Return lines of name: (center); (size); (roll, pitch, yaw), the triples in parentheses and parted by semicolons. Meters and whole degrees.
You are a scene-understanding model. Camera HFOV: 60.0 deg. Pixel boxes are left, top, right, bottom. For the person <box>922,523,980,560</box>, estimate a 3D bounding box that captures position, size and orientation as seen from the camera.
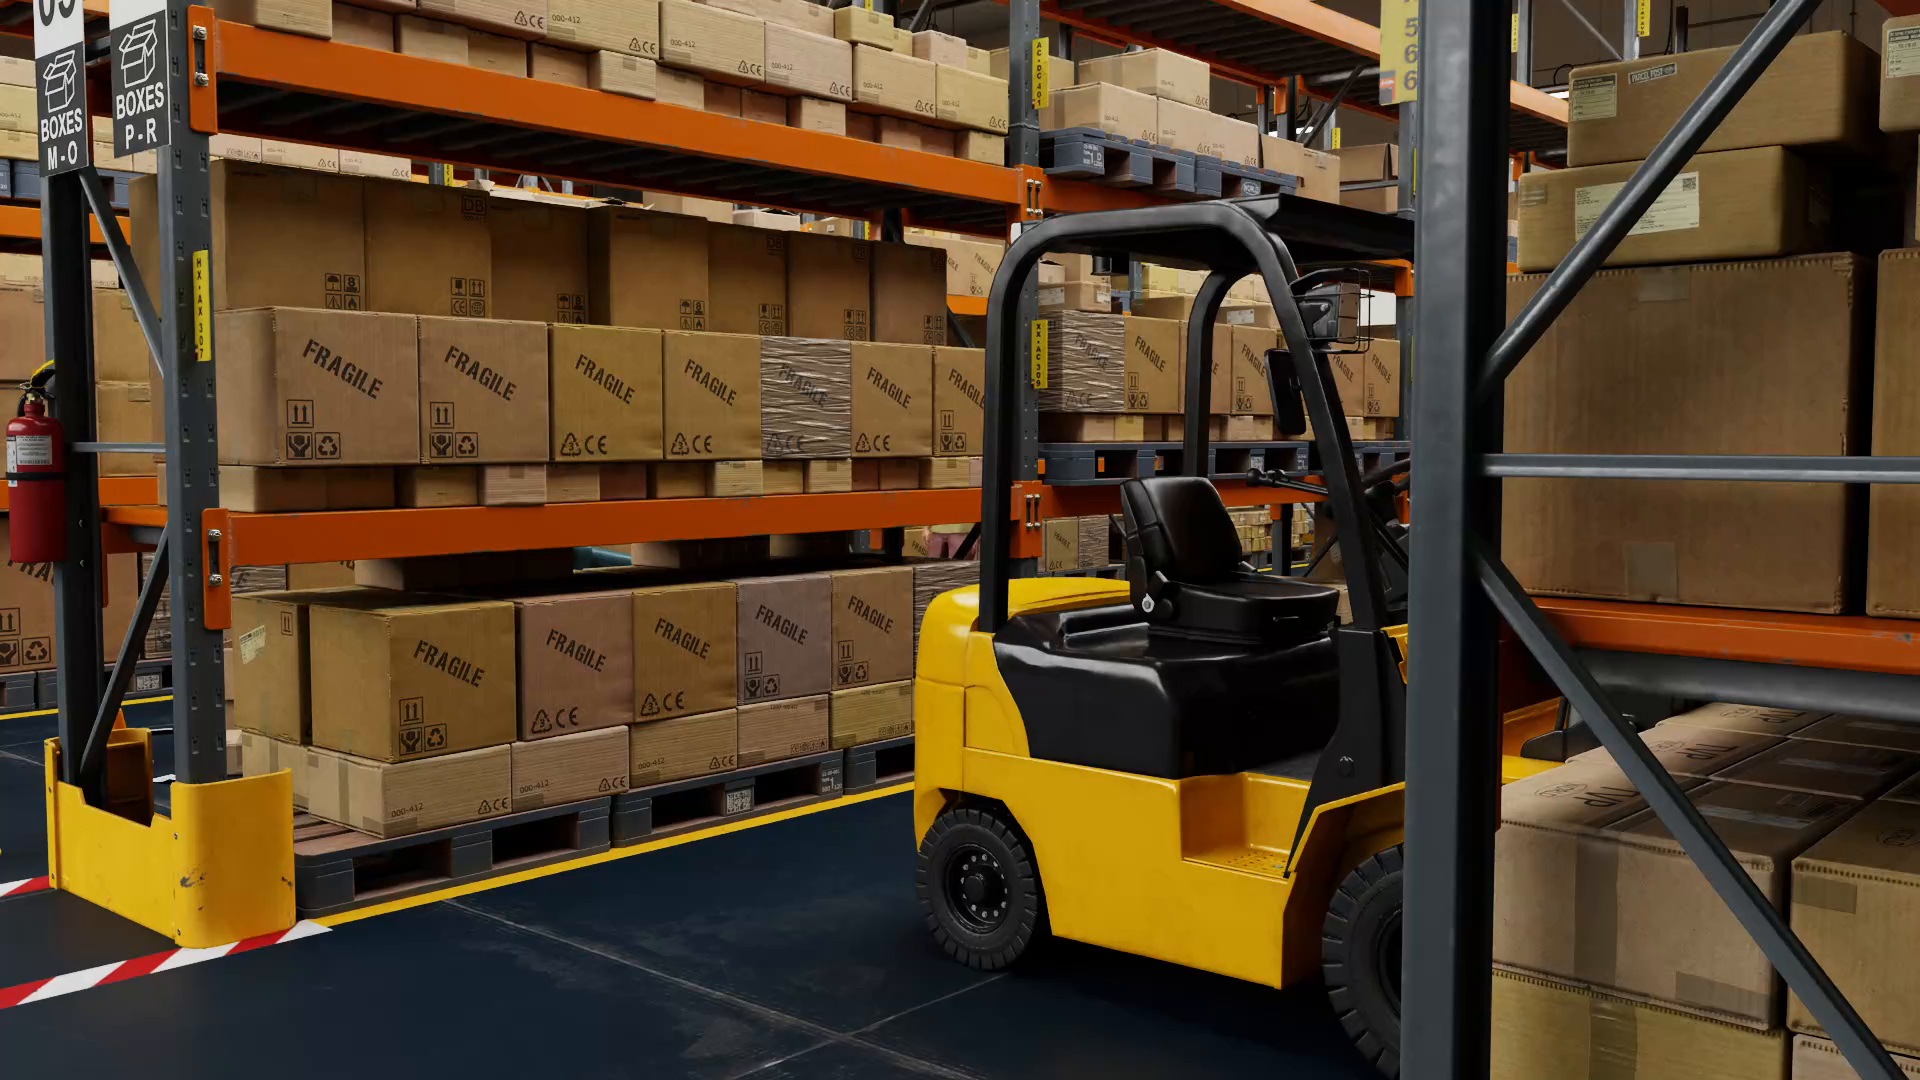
person: (-0.063, -0.024, 11.643); (0.521, 1.672, 0.355); (3, 5, 38)
